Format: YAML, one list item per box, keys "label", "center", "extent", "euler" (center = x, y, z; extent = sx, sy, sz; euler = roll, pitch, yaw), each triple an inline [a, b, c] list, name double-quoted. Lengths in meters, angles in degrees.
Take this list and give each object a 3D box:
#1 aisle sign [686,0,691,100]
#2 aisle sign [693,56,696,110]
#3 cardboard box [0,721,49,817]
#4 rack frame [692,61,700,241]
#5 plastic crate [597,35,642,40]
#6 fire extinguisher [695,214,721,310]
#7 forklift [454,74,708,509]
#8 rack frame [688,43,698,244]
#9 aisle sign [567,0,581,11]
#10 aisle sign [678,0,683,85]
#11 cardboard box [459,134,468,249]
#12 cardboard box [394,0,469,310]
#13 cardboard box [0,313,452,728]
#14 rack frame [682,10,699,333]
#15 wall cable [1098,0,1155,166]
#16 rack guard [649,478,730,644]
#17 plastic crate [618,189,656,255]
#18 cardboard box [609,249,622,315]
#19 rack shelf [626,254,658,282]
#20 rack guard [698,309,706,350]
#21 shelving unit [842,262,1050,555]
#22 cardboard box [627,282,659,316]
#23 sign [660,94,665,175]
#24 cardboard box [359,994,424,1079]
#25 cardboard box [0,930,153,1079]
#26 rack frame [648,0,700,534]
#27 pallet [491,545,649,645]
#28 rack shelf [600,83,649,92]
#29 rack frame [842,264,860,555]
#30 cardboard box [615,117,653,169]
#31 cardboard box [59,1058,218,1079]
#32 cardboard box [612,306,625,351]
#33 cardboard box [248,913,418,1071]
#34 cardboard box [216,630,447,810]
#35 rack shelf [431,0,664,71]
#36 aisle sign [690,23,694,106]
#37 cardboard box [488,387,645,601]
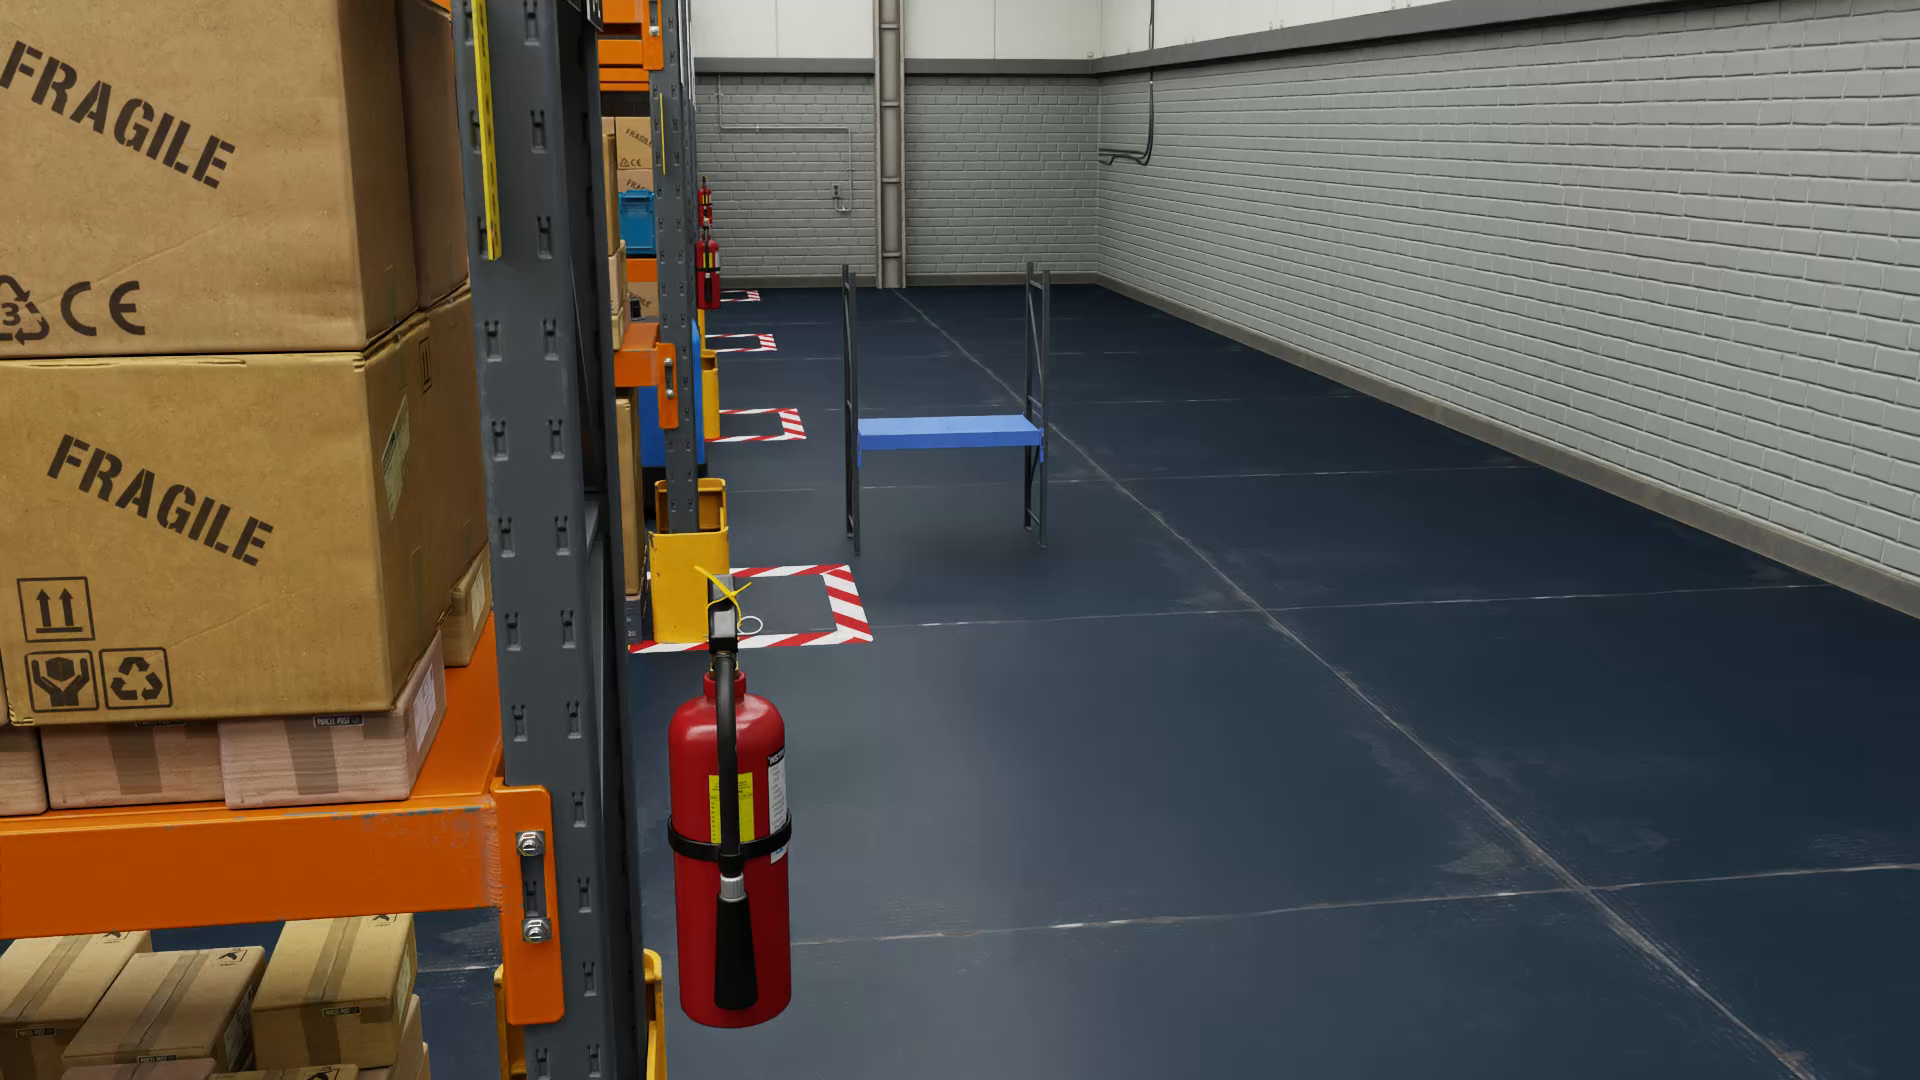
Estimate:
- label: "aisle sign"
  center: [-1.922, -3.521, 11.751]
  extent: [0.004, 0.787, 0.394]
  euler: [-2, 14, -8]
- label: "aisle sign"
  center: [-3.397, -5.902, 21.246]
  extent: [0.004, 0.787, 0.394]
  euler: [-2, 14, -8]
- label: "cardboard box"
  center: [-1.438, 0.275, 2.477]
  extent: [0.250, 0.149, 0.380]
  euler: [-2, 14, -9]
- label: "rack frame"
  center: [-3.513, -4.711, 21.840]
  extent: [0.127, 3.000, 1.000]
  euler: [-2, 14, -8]
- label: "plastic crate"
  center: [-2.459, -3.772, 12.200]
  extent: [0.590, 0.269, 0.497]
  euler: [-2, 14, -8]
- label: "fire extinguisher"
  center: [-1.820, -2.006, 11.978]
  extent: [0.183, 0.674, 0.296]
  euler: [-2, 14, -8]
- label: "forklift"
  center: [-3.054, -1.613, 9.630]
  extent: [3.031, 2.935, 1.130]
  euler: [-3, 14, -10]
- label: "rack frame"
  center: [-2.771, -3.519, 17.089]
  extent: [0.127, 3.000, 1.000]
  euler: [-2, 14, -8]
- label: "aisle sign"
  center: [-0.543, -1.131, 2.221]
  extent: [0.004, 0.787, 0.394]
  euler: [-2, 14, -8]
- label: "aisle sign"
  center: [-1.183, -2.328, 6.993]
  extent: [0.004, 0.787, 0.394]
  euler: [-2, 14, -8]
- label: "cardboard box"
  center: [-2.309, -1.601, 7.595]
  extent: [0.500, 0.500, 0.500]
  euler: [-2, 14, -10]
- label: "cardboard box"
  center: [-1.144, -0.665, 2.835]
  extent: [0.500, 0.500, 0.500]
  euler: [-2, 14, -9]
- label: "cardboard box"
  center: [-1.066, -0.054, 2.455]
  extent: [0.500, 0.500, 0.500]
  euler: [-2, 14, -7]
- label: "rack frame"
  center: [-2.037, -2.328, 12.337]
  extent: [0.127, 3.000, 1.000]
  euler: [-2, 14, -8]
- label: "wall cable"
  center: [2.133, -6.234, 21.962]
  extent: [0.112, 2.526, 3.097]
  euler: [-2, 14, -8]
- label: "rack guard"
  center: [-1.275, 0.075, 7.894]
  extent: [0.348, 0.500, 1.175]
  euler: [-2, 14, -8]
- label: "plastic crate"
  center: [-2.340, -2.317, 12.098]
  extent: [0.499, 0.435, 0.616]
  euler: [-2, 14, -8]
- label: "cardboard box"
  center: [-1.739, -1.127, 7.244]
  extent: [0.500, 0.250, 0.500]
  euler: [-2, 14, -9]
- label: "rack shelf"
  center: [-4.015, -1.906, 12.136]
  extent: [4.000, 0.370, 1.077]
  euler: [-2, 14, -8]
- label: "rack guard"
  center: [-2.846, -2.304, 17.382]
  extent: [0.348, 0.500, 1.175]
  euler: [-2, 14, -8]
- label: "shelving unit"
  center: [-0.084, -0.724, 9.027]
  extent: [1.048, 1.500, 0.538]
  euler: [-2, 14, -8]
- label: "cardboard box"
  center: [-3.272, -2.441, 17.025]
  extent: [0.500, 0.500, 0.500]
  euler: [-2, 14, -8]
- label: "sign"
  center: [-1.232, -1.682, 6.895]
  extent: [0.005, 0.325, 0.100]
  euler: [-2, 14, -8]
- label: "cardboard box"
  center: [-1.217, 1.052, 3.245]
  extent: [0.250, 0.149, 0.380]
  euler: [-1, 14, -6]
- label: "cardboard box"
  center: [-1.752, 0.905, 3.220]
  extent: [0.250, 0.149, 0.380]
  euler: [-2, 14, -8]
- label: "rack frame"
  center: [-1.299, -1.136, 7.587]
  extent: [0.127, 3.000, 1.000]
  euler: [-2, 14, -8]
- label: "pallet"
  center: [-2.078, 0.264, 7.735]
  extent: [1.213, 0.211, 1.003]
  euler: [-2, 14, -8]
- label: "rack shelf"
  center: [-5.491, -5.744, 21.273]
  extent: [4.000, 0.370, 1.077]
  euler: [-2, 14, -8]
- label: "rack frame"
  center: [-0.587, -0.706, 8.954]
  extent: [0.032, 1.500, 0.500]
  euler: [-2, 14, -8]
- label: "cardboard box"
  center: [-3.170, -3.971, 16.627]
  extent: [0.500, 0.500, 0.500]
  euler: [-2, 14, -9]
- label: "cardboard box"
  center: [-1.403, 1.026, 2.737]
  extent: [0.250, 0.149, 0.380]
  euler: [-2, 14, -7]
- label: "cardboard box"
  center: [-1.602, -0.922, 7.250]
  extent: [0.250, 0.149, 0.380]
  euler: [-2, 14, -7]
- label: "cardboard box"
  center: [-1.229, 0.888, 3.288]
  extent: [0.250, 0.149, 0.380]
  euler: [-3, 14, -11]
- label: "cardboard box"
  center: [-0.941, 0.262, 2.527]
  extent: [0.250, 0.149, 0.380]
  euler: [-2, 14, -8]
- label: "rack shelf"
  center: [-3.277, -2.170, 7.020]
  extent: [4.000, 0.370, 1.077]
  euler: [-2, 14, -8]
- label: "aisle sign"
  center: [-2.658, -4.709, 16.489]
  extent: [0.004, 0.787, 0.394]
  euler: [-2, 14, -8]
- label: "cardboard box"
  center: [-1.920, -0.267, 7.625]
  extent: [0.875, 0.875, 0.875]
  euler: [-2, 14, -8]
